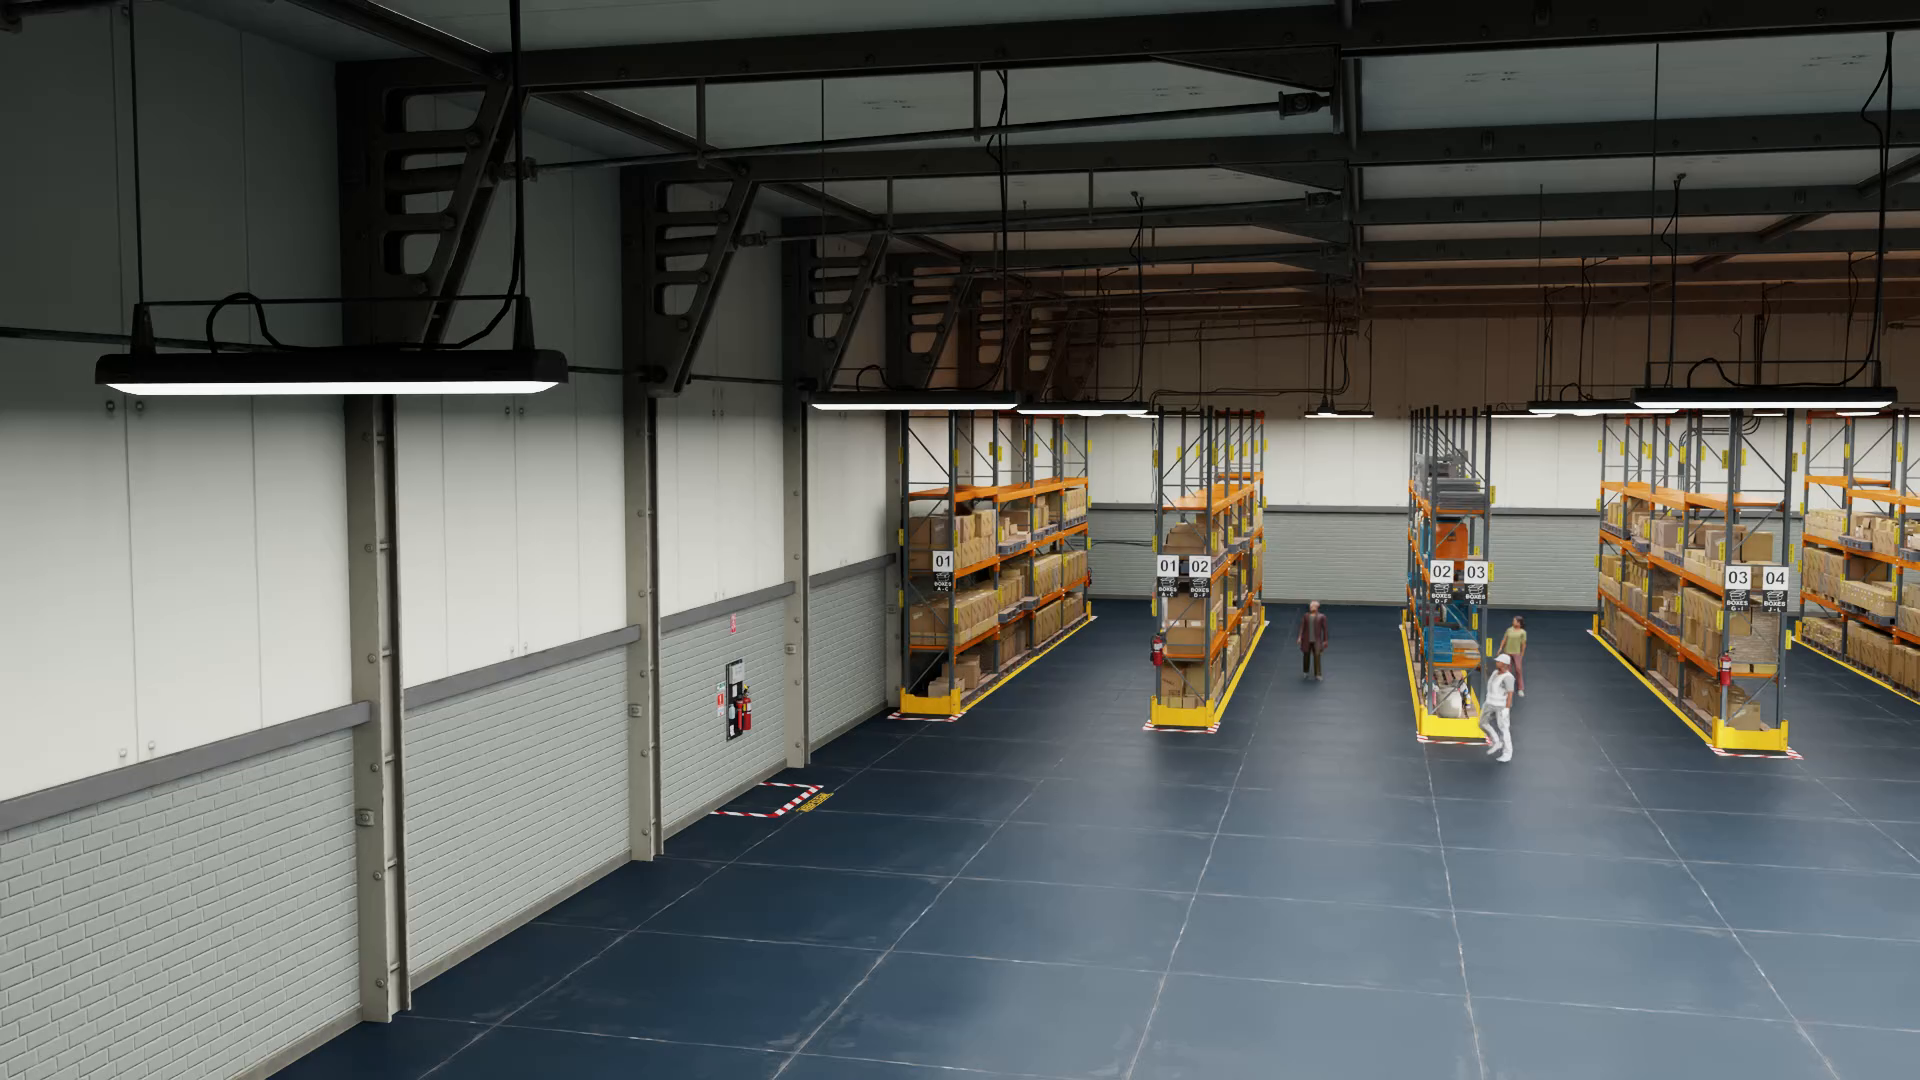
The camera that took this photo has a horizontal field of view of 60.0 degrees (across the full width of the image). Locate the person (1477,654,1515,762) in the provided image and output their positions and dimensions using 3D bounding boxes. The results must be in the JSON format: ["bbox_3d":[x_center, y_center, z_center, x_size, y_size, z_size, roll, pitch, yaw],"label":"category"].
[{"bbox_3d":[9.094,2.802,28.080,0.423,1.783,0.664,-2,4,-24],"label":"person"}]

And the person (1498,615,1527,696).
[{"bbox_3d":[11.527,2.401,34.731,0.557,1.634,0.727,2,4,21],"label":"person"}]

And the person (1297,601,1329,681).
[{"bbox_3d":[7.762,2.207,36.538,0.697,1.717,1.089,0,4,5],"label":"person"}]

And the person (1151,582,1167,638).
[{"bbox_3d":[5.342,1.677,43.893,0.605,1.723,1.034,1,4,20],"label":"person"}]
